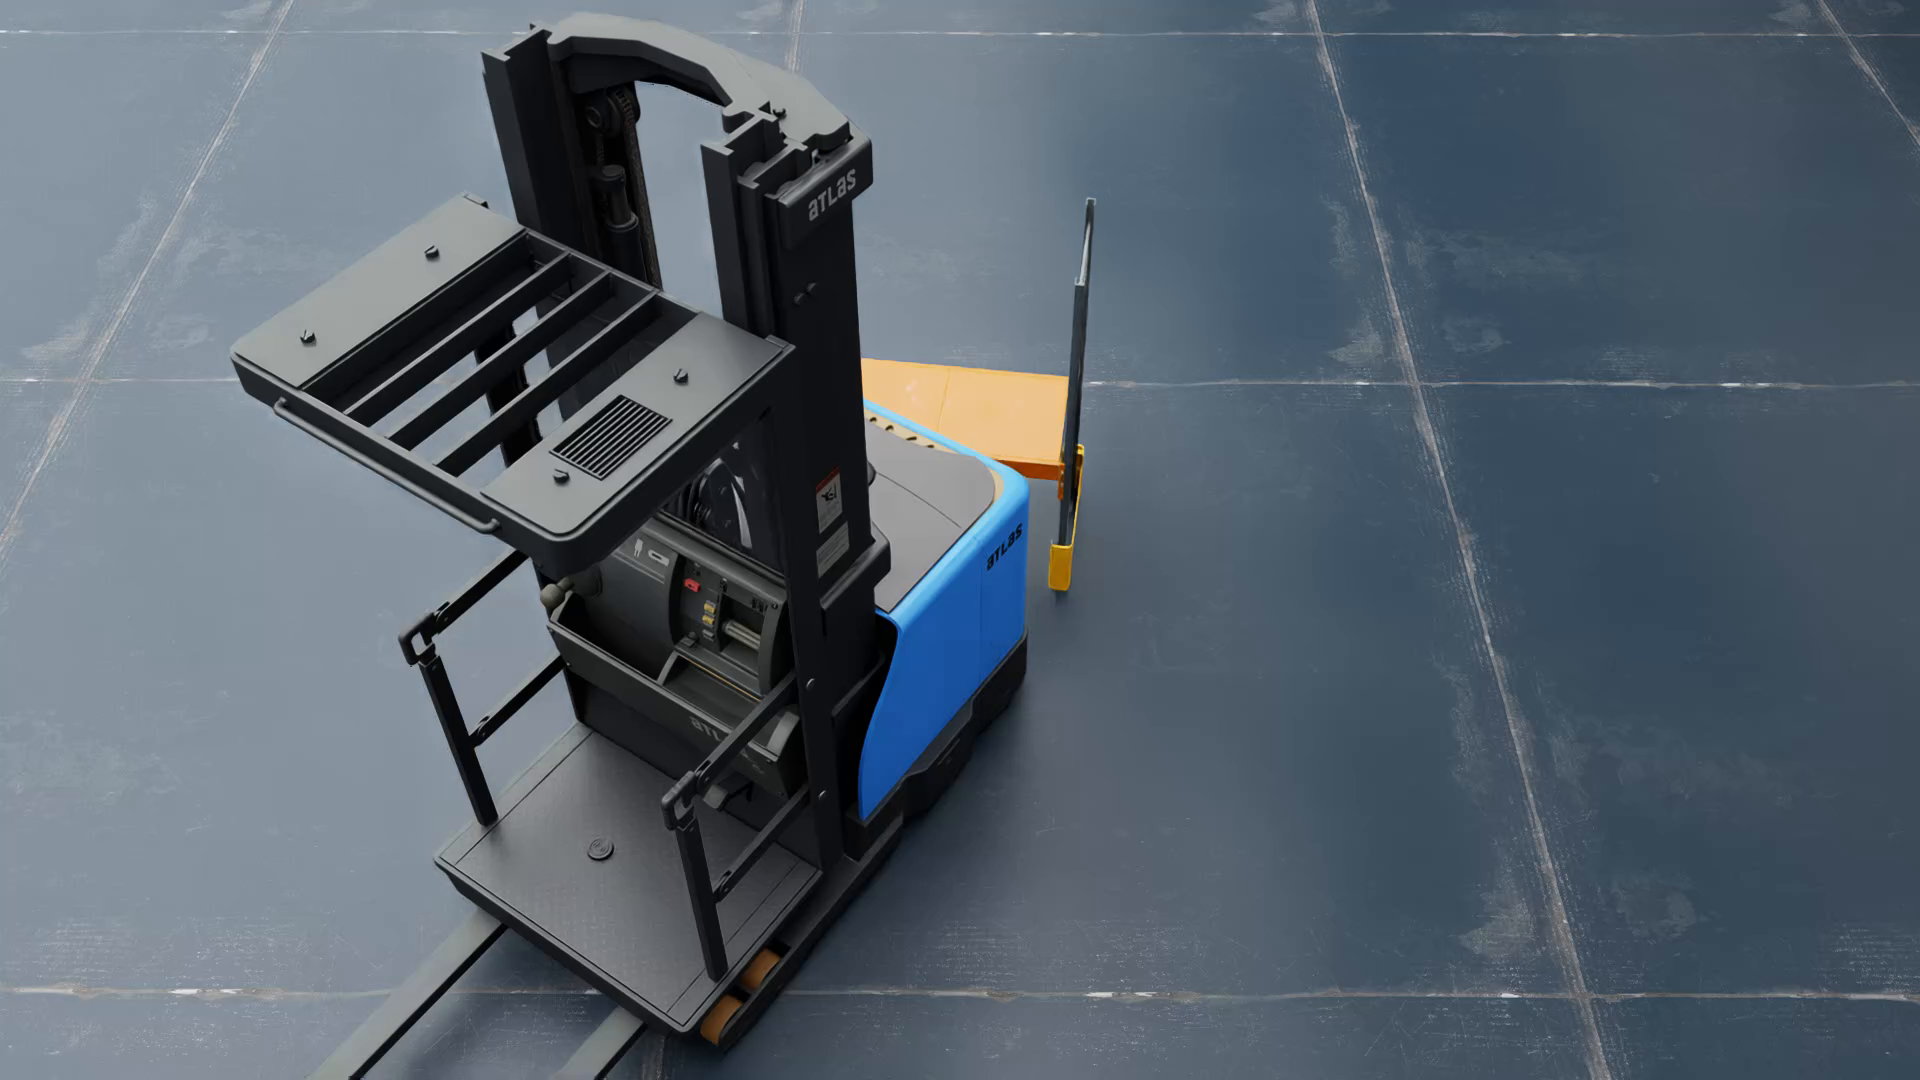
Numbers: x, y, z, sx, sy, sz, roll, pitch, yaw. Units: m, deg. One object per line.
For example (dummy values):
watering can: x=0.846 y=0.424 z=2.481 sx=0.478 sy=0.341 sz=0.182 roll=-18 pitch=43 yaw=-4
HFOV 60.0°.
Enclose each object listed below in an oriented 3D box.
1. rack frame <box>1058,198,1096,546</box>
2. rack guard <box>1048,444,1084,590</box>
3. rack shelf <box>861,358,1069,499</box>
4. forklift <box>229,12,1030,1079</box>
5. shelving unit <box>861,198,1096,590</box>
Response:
rack frame: x=0.434 y=-0.525 z=6.294 sx=0.032 sy=1.500 sz=0.500 roll=6 pitch=47 yaw=5
rack guard: x=0.432 y=-0.099 z=6.752 sx=0.087 sy=0.250 sz=0.587 roll=6 pitch=47 yaw=5
rack shelf: x=-0.070 y=-0.452 z=6.473 sx=1.000 sy=0.185 sz=0.538 roll=6 pitch=47 yaw=5
forklift: x=-0.999 y=0.212 z=4.631 sx=1.130 sy=2.935 sz=3.031 roll=27 pitch=53 yaw=23
shelving unit: x=-0.061 y=-0.574 z=6.340 sx=1.083 sy=1.500 sz=0.587 roll=6 pitch=47 yaw=5
